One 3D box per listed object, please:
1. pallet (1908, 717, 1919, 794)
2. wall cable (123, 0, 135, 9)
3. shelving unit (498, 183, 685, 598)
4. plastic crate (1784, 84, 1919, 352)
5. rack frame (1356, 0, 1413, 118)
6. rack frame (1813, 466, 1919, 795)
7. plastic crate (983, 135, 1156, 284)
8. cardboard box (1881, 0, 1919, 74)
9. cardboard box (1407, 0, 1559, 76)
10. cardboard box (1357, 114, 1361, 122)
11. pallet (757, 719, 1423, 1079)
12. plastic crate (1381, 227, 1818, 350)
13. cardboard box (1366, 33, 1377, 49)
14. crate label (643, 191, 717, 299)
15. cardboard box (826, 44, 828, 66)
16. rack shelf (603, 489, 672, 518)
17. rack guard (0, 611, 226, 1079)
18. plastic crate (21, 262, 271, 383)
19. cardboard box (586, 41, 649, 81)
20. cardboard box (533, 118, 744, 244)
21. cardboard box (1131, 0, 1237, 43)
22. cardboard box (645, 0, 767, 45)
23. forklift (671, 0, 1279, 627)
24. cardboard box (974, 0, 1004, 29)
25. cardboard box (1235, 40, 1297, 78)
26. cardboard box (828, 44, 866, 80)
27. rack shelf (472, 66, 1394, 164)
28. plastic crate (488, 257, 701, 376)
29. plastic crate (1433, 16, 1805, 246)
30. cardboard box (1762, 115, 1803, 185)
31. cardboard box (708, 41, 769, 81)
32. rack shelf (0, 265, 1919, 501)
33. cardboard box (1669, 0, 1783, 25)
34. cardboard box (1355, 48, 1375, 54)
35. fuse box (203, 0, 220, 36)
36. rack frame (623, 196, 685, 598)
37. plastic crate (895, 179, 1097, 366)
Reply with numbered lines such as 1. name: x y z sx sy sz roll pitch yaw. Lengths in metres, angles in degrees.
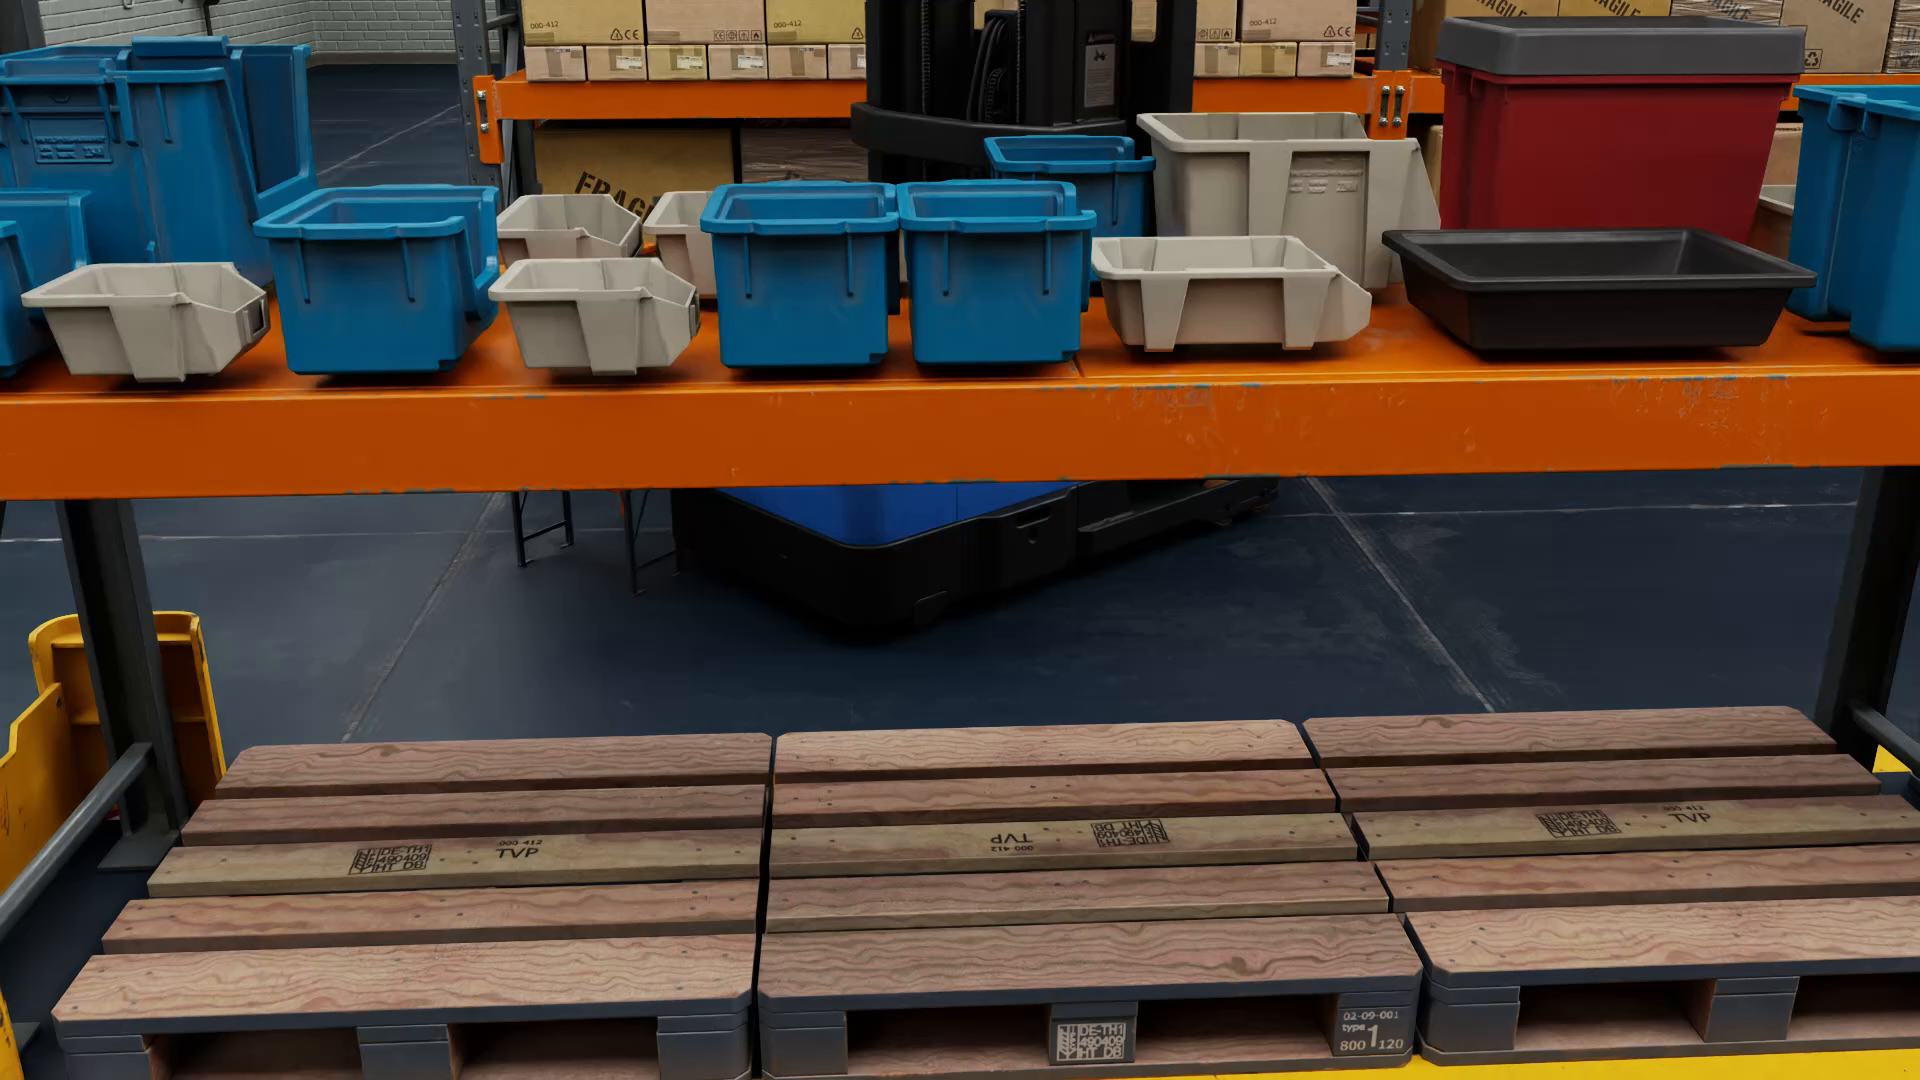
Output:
1. pallet: 2.937 0.654 3.607 1.213 0.211 1.003 -1 21 -3
2. wall cable: -8.306 -6.213 16.253 0.123 1.953 0.585 -1 21 -3
3. shelving unit: -1.160 -0.466 5.158 0.503 1.200 0.258 13 24 30
4. plastic crate: 1.717 -0.538 2.757 0.575 0.384 0.392 -1 21 -3
5. rack frame: 1.881 -2.408 7.729 0.127 3.000 1.000 -1 21 -3
6. rack frame: 2.164 -0.648 3.108 0.127 3.000 1.000 -1 21 -3
7. plastic crate: 0.206 -0.650 3.263 0.300 0.233 0.416 -1 21 -3
8. cardboard box: 4.380 -2.418 7.616 0.500 0.500 0.500 -2 21 -5
9. cardboard box: 2.355 -2.375 7.503 0.500 0.500 0.500 -1 21 -3
10. cardboard box: 2.980 -3.132 12.554 0.500 0.500 0.500 0 21 -1
11. pallet: 0.211 0.709 3.461 1.213 0.211 1.003 -1 21 -3
12. plastic crate: 1.062 -0.430 2.836 0.590 0.125 0.437 -1 21 -3
13. cardboard box: 4.615 -5.228 17.533 0.875 0.875 0.875 -1 21 -4
14. crate label: -0.459 -0.568 3.183 0.243 0.136 0.396 -1 21 -3
15. cardboard box: -0.756 -2.355 7.943 0.250 0.149 0.380 -2 21 -4
16. rack shelf: -1.160 -0.217 5.252 0.480 0.148 0.258 13 24 30
17. rack guard: -1.853 0.606 3.326 0.348 0.500 1.175 -1 21 -3
18. plastic crate: -1.239 -0.337 2.577 0.298 0.136 0.250 -1 21 -3
19. cardboard box: -1.483 -2.105 7.287 0.250 0.149 0.380 -1 21 -4
20. cardboard box: -1.478 -1.571 7.928 0.875 0.875 0.875 -1 21 -3
21. cardboard box: 0.939 -2.363 7.405 0.500 0.250 0.500 -1 21 -1
22. cardboard box: -1.099 -2.322 7.297 0.500 0.250 0.500 -1 21 -4
23. forklift: 0.491 -1.540 5.547 3.031 2.935 1.130 -18 27 -39
24. cardboard box: -0.077 -2.344 7.354 0.500 0.250 0.500 -2 21 -4
25. cardboard box: 1.338 -2.162 7.438 0.250 0.149 0.380 -1 21 -2
26. cardboard box: -0.456 -2.126 7.343 0.250 0.149 0.380 -1 21 -4
27. rack shelf: -0.116 -2.031 7.751 4.000 0.370 1.077 -1 21 -3
28. plastic crate: -0.562 -0.351 2.613 0.298 0.136 0.250 -1 21 -3
29. plastic crate: 1.258 -0.777 3.272 0.583 0.464 0.402 -1 21 -3
30. cardboard box: 3.411 -1.650 8.134 0.875 0.875 1.225 -2 21 -5
31. cardboard box: -0.967 -2.116 7.316 0.250 0.149 0.380 -1 21 -4
32. rack shelf: 0.167 -0.271 3.129 4.000 0.370 1.077 -1 21 -3
33. cardboard box: 3.356 -2.396 7.557 0.500 0.500 0.500 -2 21 -4
34. cardboard box: 2.942 -3.661 12.890 0.500 0.250 0.500 0 21 0
35. fuse box: -8.281 -5.871 18.637 0.414 1.711 0.539 -1 21 -3
36. rack frame: -0.954 -0.419 5.036 0.015 1.200 0.240 13 24 30
37. plastic crate: 0.050 -0.438 2.706 0.300 0.233 0.416 -1 21 -3
